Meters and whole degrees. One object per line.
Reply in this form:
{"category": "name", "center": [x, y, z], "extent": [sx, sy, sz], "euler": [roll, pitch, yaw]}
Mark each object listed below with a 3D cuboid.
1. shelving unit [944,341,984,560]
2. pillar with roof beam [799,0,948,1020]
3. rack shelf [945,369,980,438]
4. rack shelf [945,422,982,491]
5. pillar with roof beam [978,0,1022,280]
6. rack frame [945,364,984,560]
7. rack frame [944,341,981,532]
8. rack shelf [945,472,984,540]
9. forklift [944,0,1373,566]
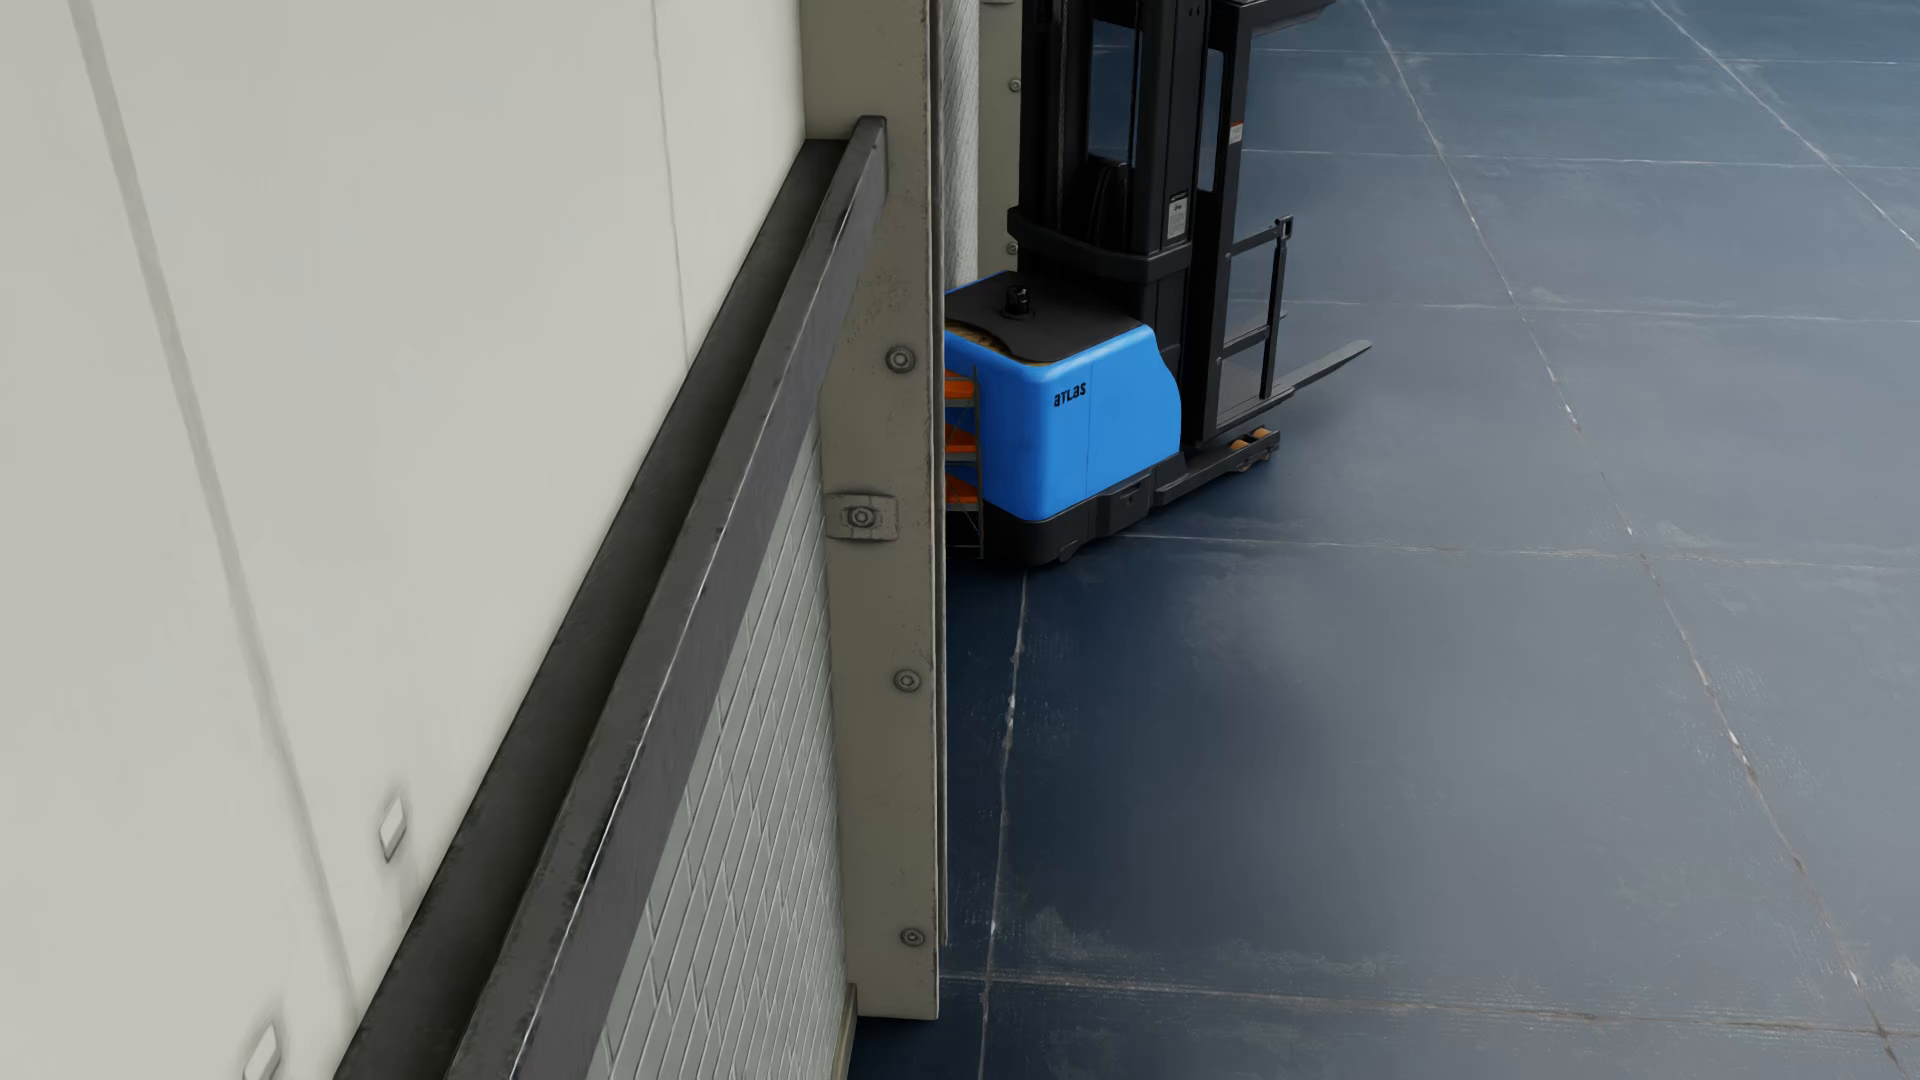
{"category": "shelving unit", "center": [0.006, -0.417, 7.913], "extent": [0.215, 1.050, 0.252], "euler": [1, 33, 5]}
{"category": "pillar with roof beam", "center": [4.076, -2.135, 3.137], "extent": [9.100, 9.000, 0.400], "euler": [2, 32, 4]}
{"category": "rack shelf", "center": [-0.004, -0.647, 7.766], "extent": [0.215, 0.259, 0.240], "euler": [1, 33, 5]}
{"category": "rack shelf", "center": [0.007, -0.408, 7.918], "extent": [0.215, 0.259, 0.240], "euler": [1, 33, 5]}
{"category": "pillar with roof beam", "center": [4.565, -5.273, 8.228], "extent": [9.100, 9.000, 0.400], "euler": [2, 32, 4]}
{"category": "rack frame", "center": [-0.004, -0.351, 7.810], "extent": [0.200, 1.050, 0.008], "euler": [1, 33, 5]}
{"category": "rack frame", "center": [0.017, -0.482, 8.015], "extent": [0.200, 1.050, 0.008], "euler": [1, 33, 5]}
{"category": "rack shelf", "center": [0.017, -0.173, 8.067], "extent": [0.215, 0.259, 0.240], "euler": [1, 33, 5]}
{"category": "forklift", "center": [1.080, -1.787, 8.356], "extent": [3.031, 2.935, 1.130], "euler": [-27, 40, -36]}
